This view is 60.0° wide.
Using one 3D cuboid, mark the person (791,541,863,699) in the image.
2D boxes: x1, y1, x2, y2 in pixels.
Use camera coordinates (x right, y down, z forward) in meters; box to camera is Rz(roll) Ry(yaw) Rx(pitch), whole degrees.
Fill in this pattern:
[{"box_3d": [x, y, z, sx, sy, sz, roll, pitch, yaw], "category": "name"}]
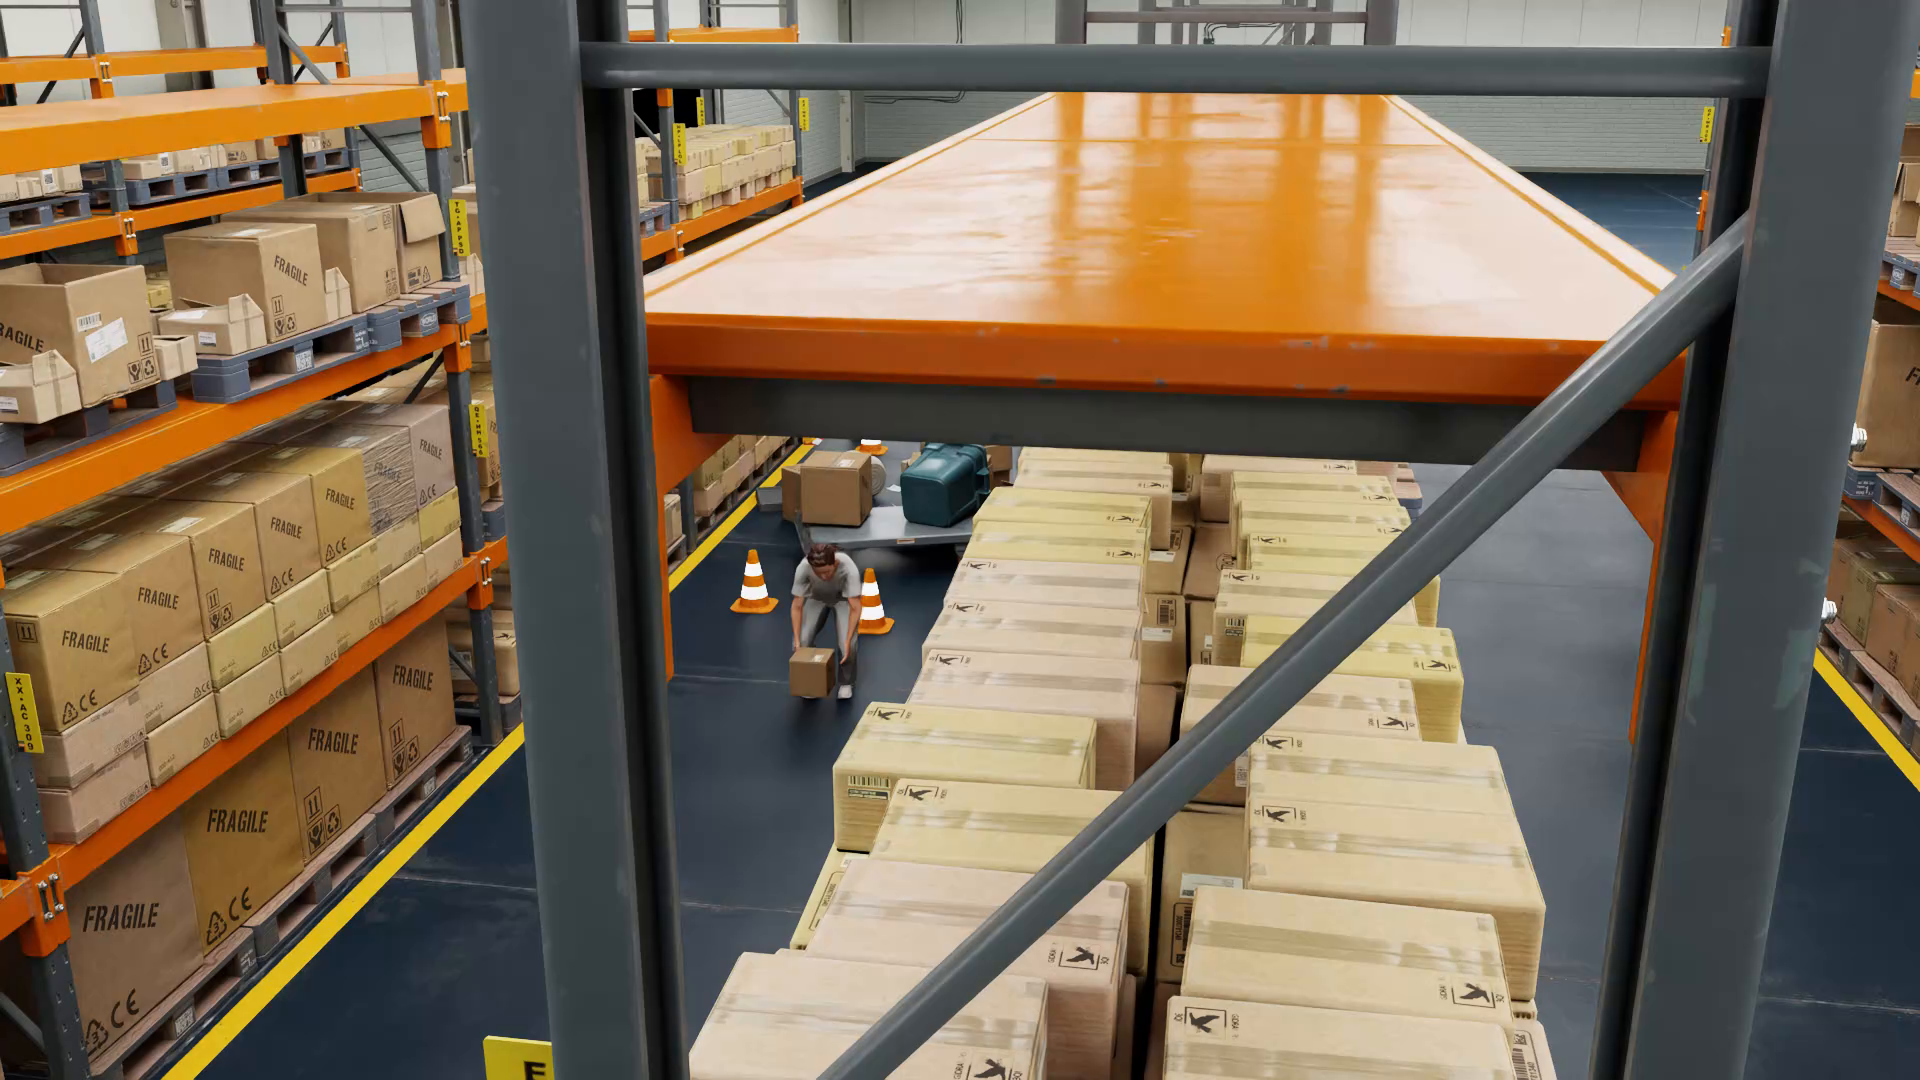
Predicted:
[{"box_3d": [-0.876, 0.507, 11.279, 0.491, 1.194, 0.725, 3, 18, 9], "category": "person"}]
